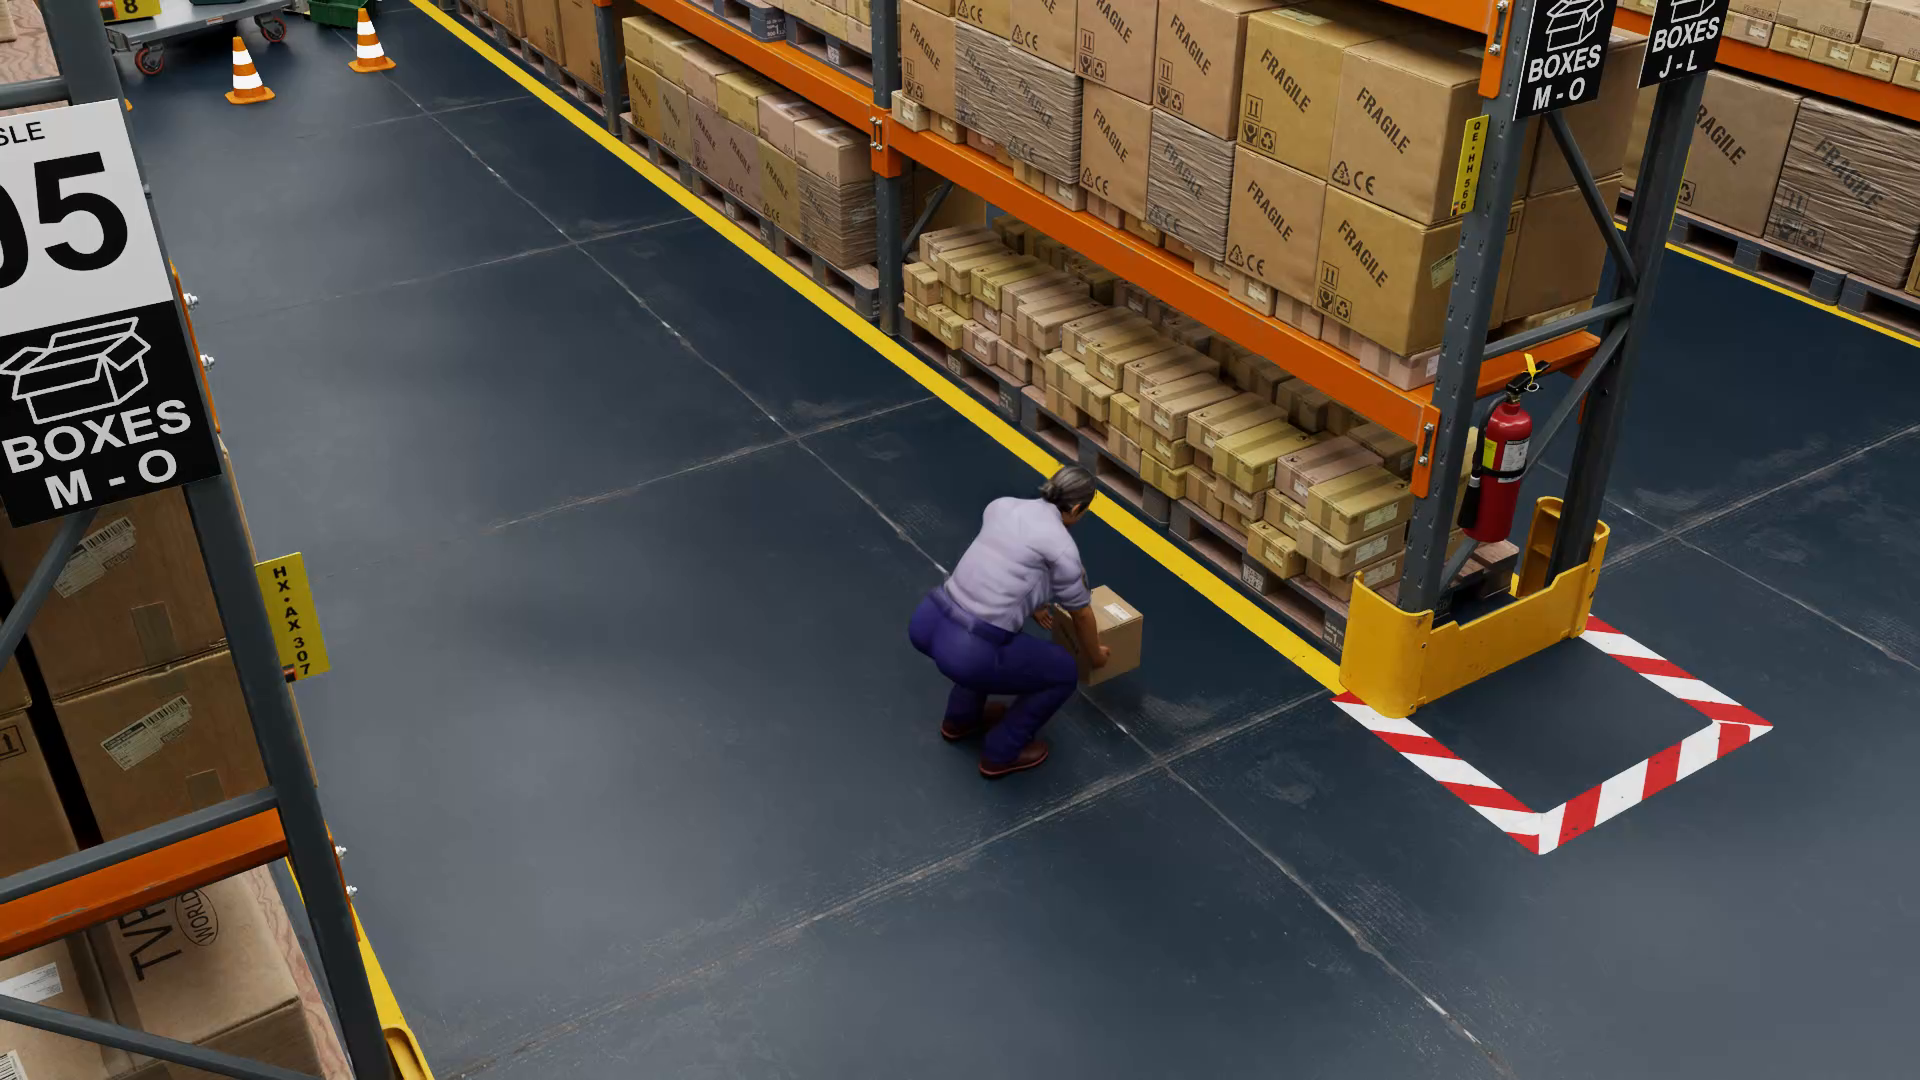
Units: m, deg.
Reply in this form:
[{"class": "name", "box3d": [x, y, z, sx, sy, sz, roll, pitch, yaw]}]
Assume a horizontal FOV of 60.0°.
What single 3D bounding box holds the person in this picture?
[{"class": "person", "box3d": [0.176, 0.298, 6.202, 0.769, 1.099, 0.537, -19, 37, -27]}]
